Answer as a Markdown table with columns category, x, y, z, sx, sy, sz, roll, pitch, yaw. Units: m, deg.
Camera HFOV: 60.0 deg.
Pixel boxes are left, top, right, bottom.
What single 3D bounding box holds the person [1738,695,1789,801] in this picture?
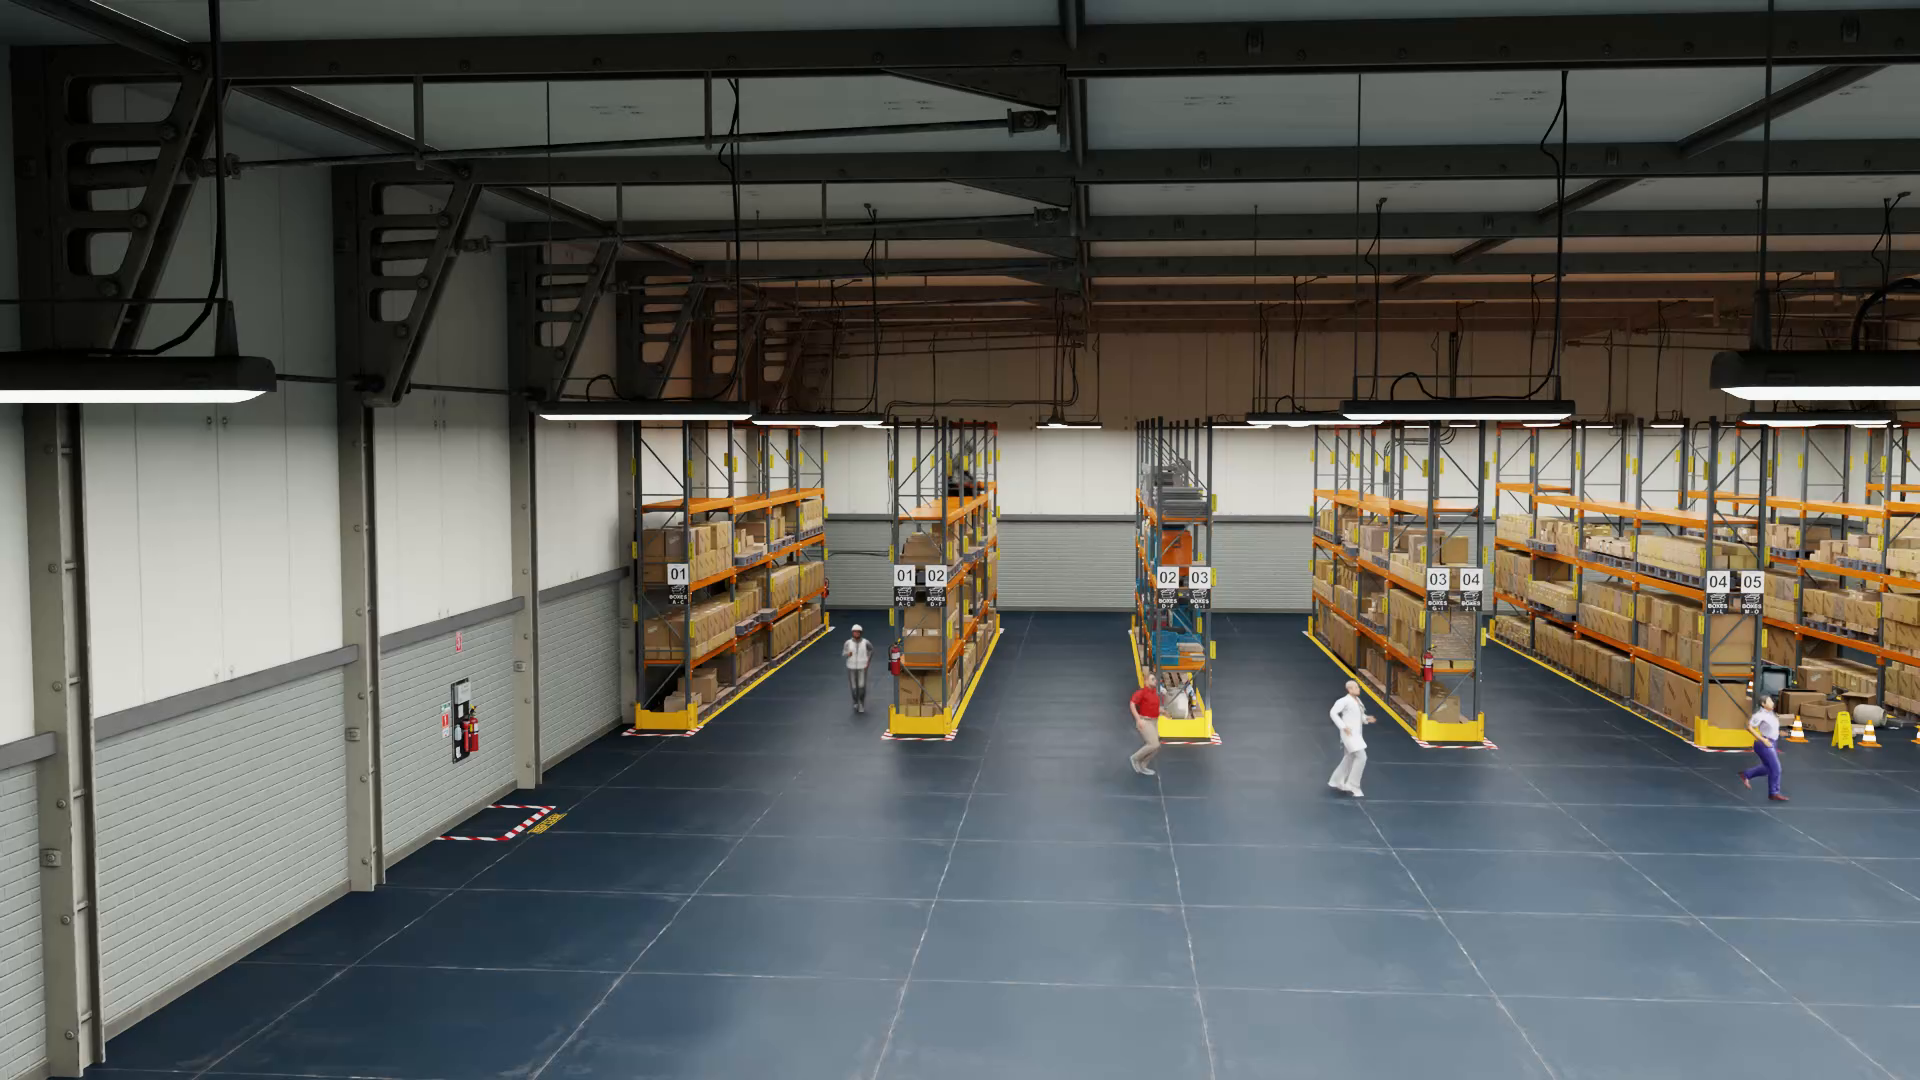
| category | x | y | z | sx | sy | sz | roll | pitch | yaw |
| --- | --- | --- | --- | --- | --- | --- | --- | --- | --- |
| person | 12.548 | 3.226 | 25.960 | 0.803 | 1.598 | 0.620 | 4 | 5 | 44 |

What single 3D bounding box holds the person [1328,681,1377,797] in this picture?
| category | x | y | z | sx | sy | sz | roll | pitch | yaw |
| --- | --- | --- | --- | --- | --- | --- | --- | --- | --- |
| person | 6.184 | 3.141 | 26.232 | 0.745 | 1.847 | 0.691 | 2 | 4 | 30 |

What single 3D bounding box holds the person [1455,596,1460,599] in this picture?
| category | x | y | z | sx | sy | sz | roll | pitch | yaw |
| --- | --- | --- | --- | --- | --- | --- | --- | --- | --- |
| person | 14.028 | 1.839 | 46.714 | 0.767 | 1.658 | 0.567 | -3 | 5 | -38 |

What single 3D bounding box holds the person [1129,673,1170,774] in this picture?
| category | x | y | z | sx | sy | sz | roll | pitch | yaw |
| --- | --- | --- | --- | --- | --- | --- | --- | --- | --- |
| person | 3.184 | 3.066 | 27.732 | 0.570 | 1.693 | 0.673 | 2 | 4 | 31 |

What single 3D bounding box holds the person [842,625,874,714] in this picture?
| category | x | y | z | sx | sy | sz | roll | pitch | yaw |
| --- | --- | --- | --- | --- | --- | --- | --- | --- | --- |
| person | -2.086 | 2.631 | 33.869 | 0.637 | 1.814 | 0.711 | 0 | 4 | 3 |
